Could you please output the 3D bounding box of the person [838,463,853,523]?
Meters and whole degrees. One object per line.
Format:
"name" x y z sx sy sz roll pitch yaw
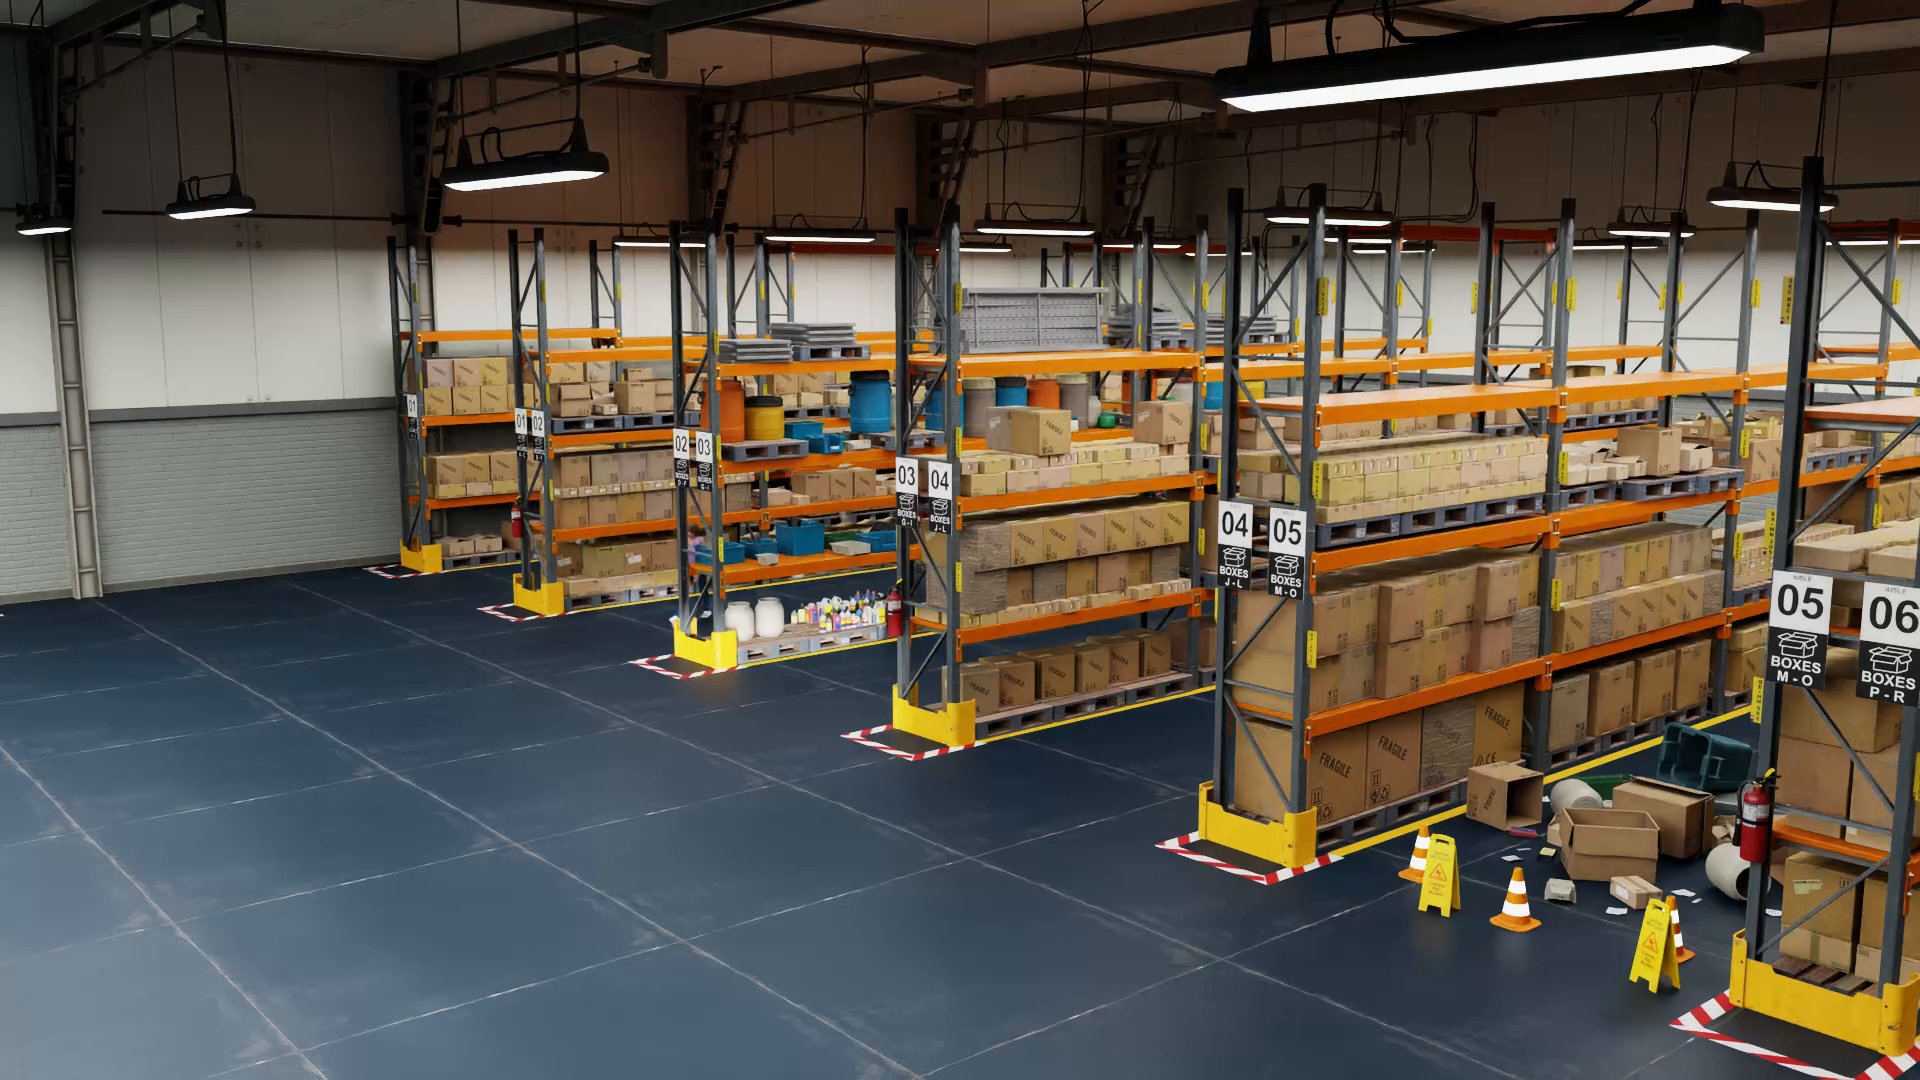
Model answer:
"person" -2.301 -0.678 32.367 0.517 1.785 0.603 -3 9 -17

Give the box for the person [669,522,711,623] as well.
"person" -4.090 0.492 25.383 0.436 1.536 1.002 2 9 12

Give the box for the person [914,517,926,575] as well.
"person" -0.706 0.138 27.674 0.768 1.561 0.421 -8 12 -41

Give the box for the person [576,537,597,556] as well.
"person" -6.491 -0.081 28.820 0.456 1.623 0.964 6 11 36
